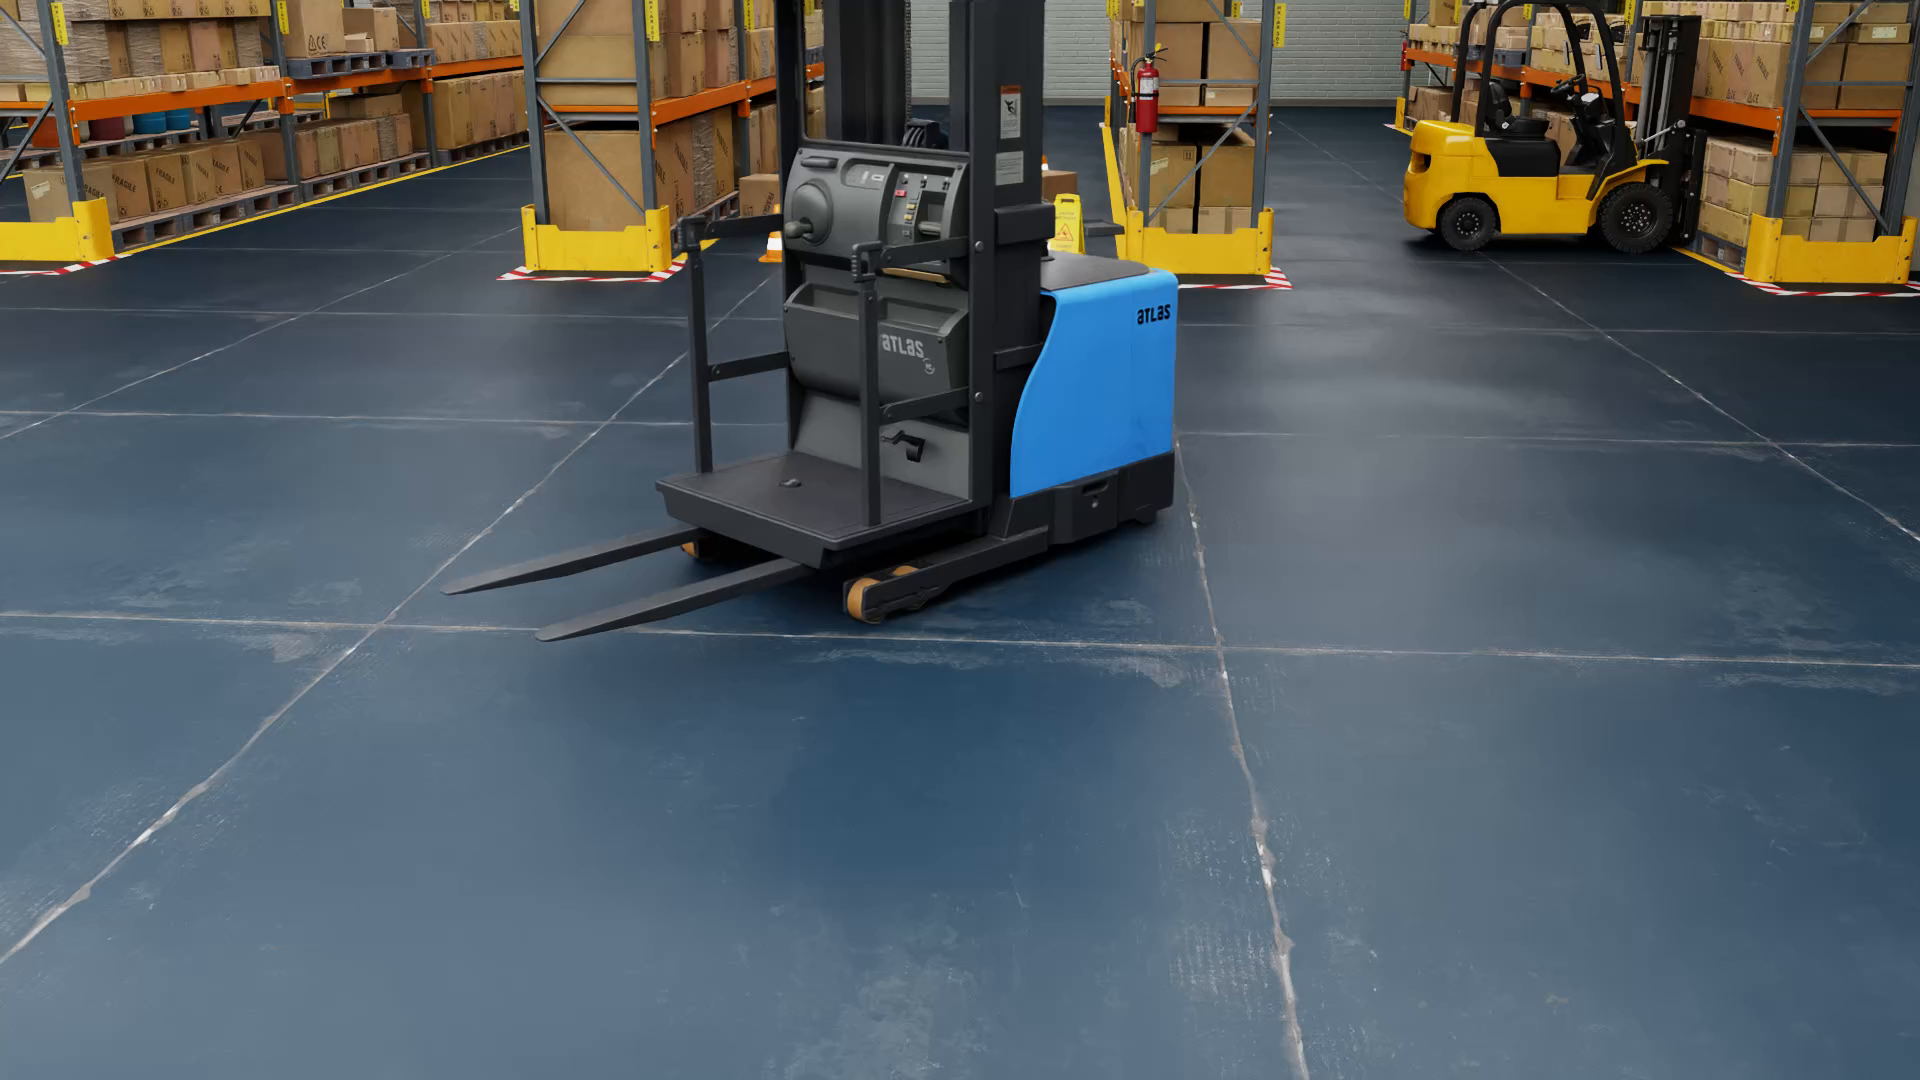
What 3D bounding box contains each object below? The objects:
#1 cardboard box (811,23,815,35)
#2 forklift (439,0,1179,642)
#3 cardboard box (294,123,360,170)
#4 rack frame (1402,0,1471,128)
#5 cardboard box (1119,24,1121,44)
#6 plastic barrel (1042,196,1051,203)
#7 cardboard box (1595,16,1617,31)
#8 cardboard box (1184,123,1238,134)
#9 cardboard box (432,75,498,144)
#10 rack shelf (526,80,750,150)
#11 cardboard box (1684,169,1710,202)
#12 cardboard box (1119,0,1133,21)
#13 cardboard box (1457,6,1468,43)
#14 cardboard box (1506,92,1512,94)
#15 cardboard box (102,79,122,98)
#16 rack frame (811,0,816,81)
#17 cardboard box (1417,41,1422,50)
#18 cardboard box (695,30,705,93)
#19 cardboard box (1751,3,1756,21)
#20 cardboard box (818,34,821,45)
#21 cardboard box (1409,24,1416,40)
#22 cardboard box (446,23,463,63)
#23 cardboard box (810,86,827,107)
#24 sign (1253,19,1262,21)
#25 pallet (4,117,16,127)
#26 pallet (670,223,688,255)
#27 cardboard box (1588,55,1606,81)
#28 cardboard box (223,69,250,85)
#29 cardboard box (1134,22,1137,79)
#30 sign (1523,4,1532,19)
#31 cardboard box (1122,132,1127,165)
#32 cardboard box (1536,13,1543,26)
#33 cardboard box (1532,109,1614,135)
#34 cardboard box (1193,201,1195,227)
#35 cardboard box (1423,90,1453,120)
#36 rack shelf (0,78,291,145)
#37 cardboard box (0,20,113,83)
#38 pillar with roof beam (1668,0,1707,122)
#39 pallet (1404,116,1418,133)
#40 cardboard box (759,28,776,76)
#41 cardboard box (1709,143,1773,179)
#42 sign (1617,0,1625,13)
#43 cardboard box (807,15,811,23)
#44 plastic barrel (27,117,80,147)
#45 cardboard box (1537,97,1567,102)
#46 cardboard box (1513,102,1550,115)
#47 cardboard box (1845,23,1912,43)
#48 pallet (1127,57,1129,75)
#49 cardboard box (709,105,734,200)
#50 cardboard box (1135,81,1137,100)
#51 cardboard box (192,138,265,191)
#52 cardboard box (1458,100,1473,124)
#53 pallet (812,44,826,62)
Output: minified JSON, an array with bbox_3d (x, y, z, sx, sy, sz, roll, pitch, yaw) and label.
[{"bbox_3d":[-2.140,-6.797,22.100,0.380,0.149,0.250,1,18,4],"label":"cardboard box"},{"bbox_3d":[-0.478,-1.270,6.093,3.031,2.935,1.130,-17,25,-42],"label":"forklift"},{"bbox_3d":[-7.494,-4.617,19.503,0.700,0.500,0.500,0,18,-1],"label":"cardboard box"},{"bbox_3d":[8.044,-8.480,27.985,1.000,3.000,0.127,1,18,4],"label":"rack frame"},{"bbox_3d":[2.333,-6.587,21.645,0.500,0.250,0.500,1,18,2],"label":"cardboard box"},{"bbox_3d":[0.584,-3.071,15.616,0.512,0.421,0.421,17,25,41],"label":"plastic barrel"},{"bbox_3d":[6.944,-5.460,17.566,0.380,0.149,0.250,1,18,2],"label":"cardboard box"},{"bbox_3d":[2.423,-3.764,16.130,0.500,0.500,0.500,2,18,5],"label":"cardboard box"},{"bbox_3d":[-7.224,-6.006,23.174,1.225,0.875,0.875,1,18,4],"label":"cardboard box"},{"bbox_3d":[-2.856,-3.979,15.403,1.077,0.370,4.000,1,18,4],"label":"rack shelf"},{"bbox_3d":[6.683,-3.116,14.552,0.500,0.250,0.500,1,18,3],"label":"cardboard box"},{"bbox_3d":[1.742,-4.765,14.405,0.700,0.500,0.500,1,18,3],"label":"cardboard box"},{"bbox_3d":[7.499,-7.339,23.669,0.700,0.500,0.500,2,18,5],"label":"cardboard box"},{"bbox_3d":[7.510,-6.199,23.322,0.380,0.149,0.250,1,18,3],"label":"cardboard box"},{"bbox_3d":[-7.611,-3.960,14.594,0.380,0.149,0.250,1,18,4],"label":"cardboard box"},{"bbox_3d":[-2.139,-7.426,24.770,1.000,3.000,0.127,1,18,4],"label":"rack frame"},{"bbox_3d":[7.774,-8.184,27.487,0.380,0.149,0.250,2,18,5],"label":"cardboard box"},{"bbox_3d":[-2.838,-4.395,15.277,0.875,0.550,0.500,1,18,4],"label":"cardboard box"},{"bbox_3d":[6.783,-4.358,13.727,0.380,0.149,0.250,1,18,4],"label":"cardboard box"},{"bbox_3d":[-2.099,-6.810,22.619,0.380,0.149,0.250,2,18,5],"label":"cardboard box"},{"bbox_3d":[7.743,-8.415,27.550,0.500,0.250,0.500,1,18,4],"label":"cardboard box"},{"bbox_3d":[-7.025,-6.679,22.328,0.500,0.500,0.500,1,18,2],"label":"cardboard box"},{"bbox_3d":[-2.050,-6.072,22.771,0.500,0.250,0.500,1,18,4],"label":"cardboard box"},{"bbox_3d":[6.066,-10.257,33.562,0.329,0.494,0.001,1,18,4],"label":"sign"},{"bbox_3d":[-16.824,-7.059,28.126,1.003,0.211,1.213,1,18,4],"label":"pallet"},{"bbox_3d":[-3.020,-2.624,14.593,1.003,0.211,1.213,1,18,4],"label":"pallet"},{"bbox_3d":[6.989,-5.000,17.607,0.500,0.250,0.500,1,18,4],"label":"cardboard box"},{"bbox_3d":[-7.386,-4.657,16.722,0.380,0.149,0.250,1,18,4],"label":"cardboard box"},{"bbox_3d":[1.790,-4.295,14.574,0.500,0.500,0.500,1,18,4],"label":"cardboard box"},{"bbox_3d":[6.928,-6.517,20.262,0.100,0.325,0.005,1,18,4],"label":"sign"},{"bbox_3d":[2.424,-4.651,19.846,0.950,0.372,0.625,1,18,3],"label":"cardboard box"},{"bbox_3d":[7.154,-6.259,20.004,0.380,0.149,0.250,2,18,6],"label":"cardboard box"},{"bbox_3d":[7.412,-4.873,20.116,0.875,0.625,0.625,2,18,6],"label":"cardboard box"},{"bbox_3d":[2.323,-2.916,14.746,0.500,0.250,0.500,2,18,6],"label":"cardboard box"},{"bbox_3d":[7.668,-6.877,26.434,0.500,0.500,0.500,2,18,5],"label":"cardboard box"},{"bbox_3d":[-7.796,-4.121,15.837,1.077,0.370,4.000,1,18,4],"label":"rack shelf"},{"bbox_3d":[-7.872,-4.201,14.287,0.875,0.500,0.500,1,18,4],"label":"cardboard box"},{"bbox_3d":[3.982,-8.517,18.464,9.100,9.000,0.400,1,18,4],"label":"pillar with roof beam"},{"bbox_3d":[7.982,-6.883,27.591,1.003,0.211,1.213,1,18,4],"label":"pallet"},{"bbox_3d":[-2.332,-5.459,18.604,0.500,0.500,0.500,1,18,4],"label":"cardboard box"},{"bbox_3d":[6.649,-3.187,13.969,0.500,0.250,0.500,2,18,5],"label":"cardboard box"},{"bbox_3d":[8.024,-6.534,20.187,0.100,0.325,0.005,1,18,4],"label":"sign"},{"bbox_3d":[-2.160,-6.846,21.771,0.380,0.149,0.250,1,18,4],"label":"cardboard box"},{"bbox_3d":[-12.288,-5.757,22.487,0.600,0.830,0.708,1,18,4],"label":"plastic barrel"},{"bbox_3d":[7.885,-5.796,22.091,0.380,0.149,0.250,1,18,3],"label":"cardboard box"},{"bbox_3d":[7.253,-5.474,21.110,0.380,0.149,0.250,0,18,1],"label":"cardboard box"},{"bbox_3d":[7.180,-3.966,13.007,0.380,0.149,0.250,1,18,3],"label":"cardboard box"},{"bbox_3d":[2.418,-5.398,18.888,1.003,0.211,1.213,1,18,4],"label":"pallet"},{"bbox_3d":[-2.827,-3.938,16.861,0.875,0.875,0.875,2,18,5],"label":"cardboard box"},{"bbox_3d":[1.695,-3.863,14.298,0.380,0.149,0.250,2,18,5],"label":"cardboard box"},{"bbox_3d":[-7.721,-3.972,17.568,0.500,0.500,0.500,1,18,2],"label":"cardboard box"},{"bbox_3d":[7.498,-6.104,24.074,0.500,0.500,0.500,2,18,6],"label":"cardboard box"},{"bbox_3d":[-2.324,-6.709,22.887,1.003,0.211,1.213,1,18,4],"label":"pallet"}]
